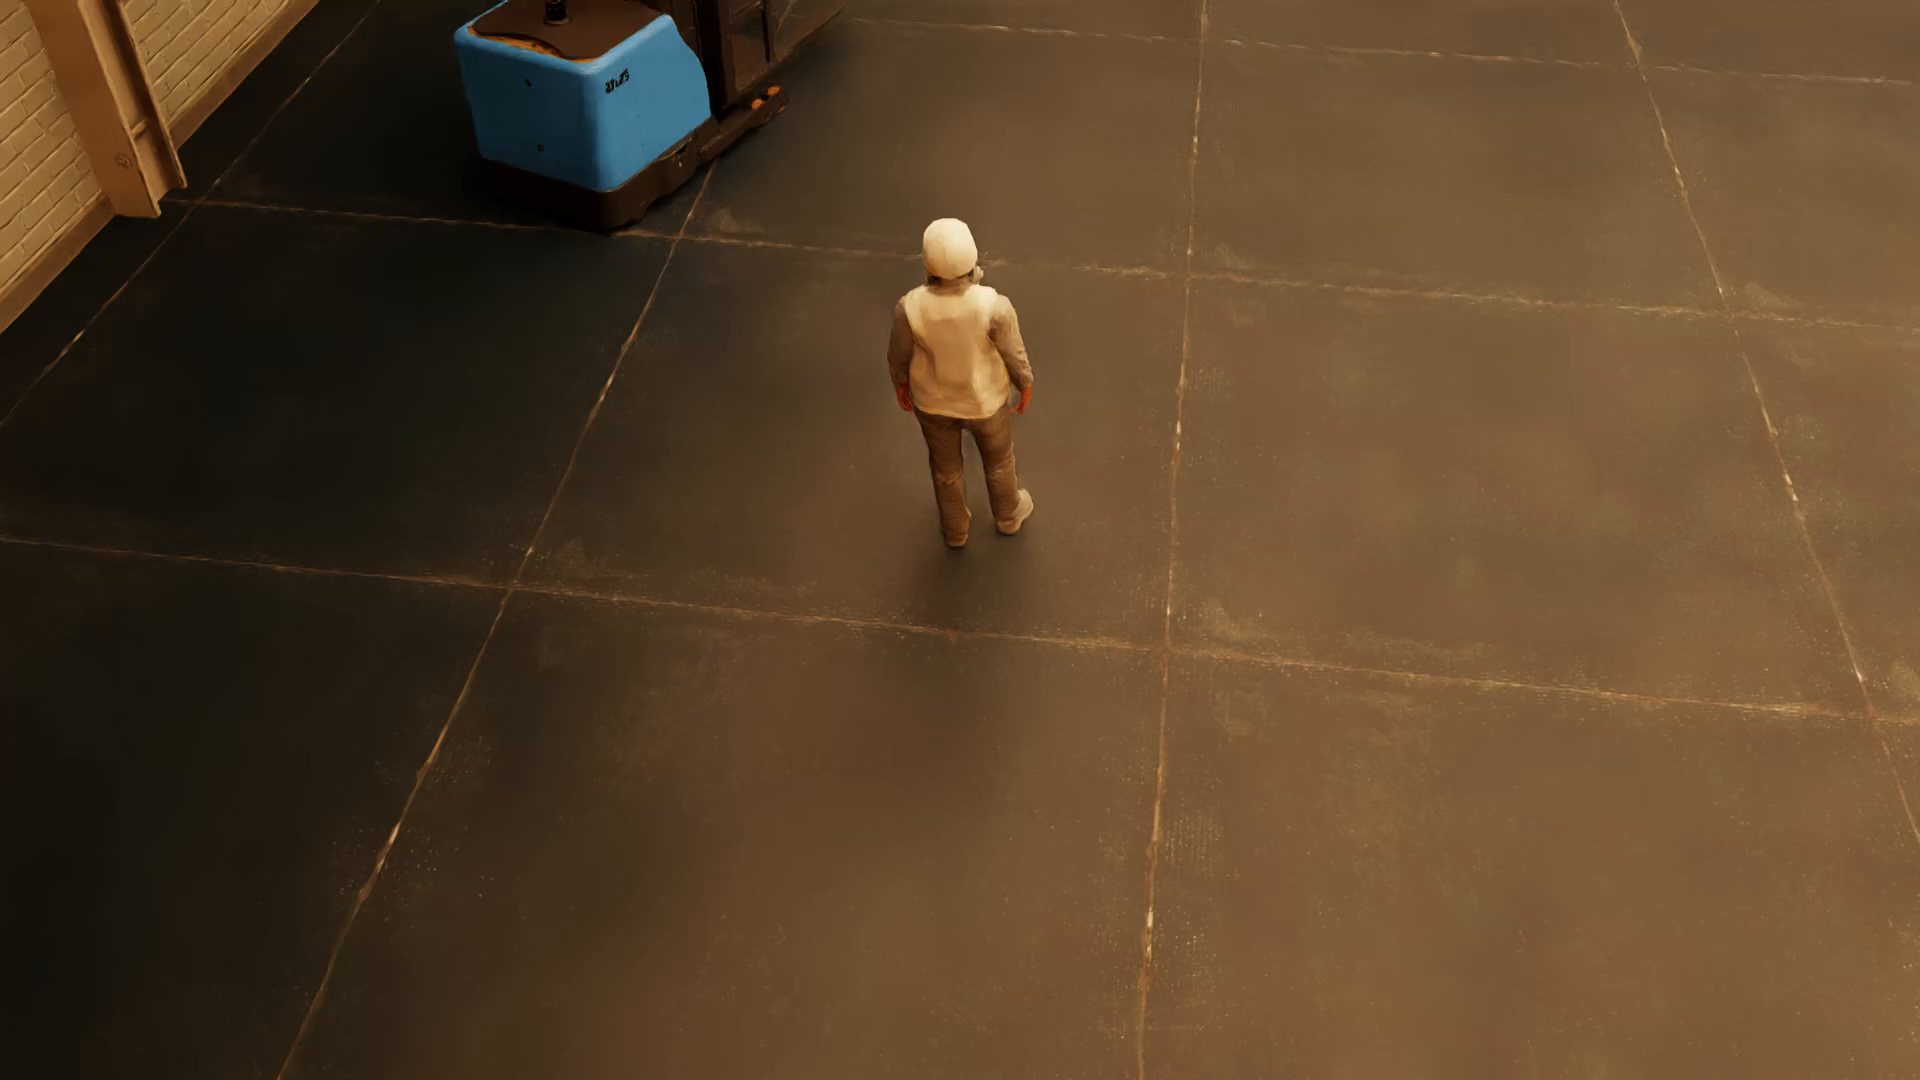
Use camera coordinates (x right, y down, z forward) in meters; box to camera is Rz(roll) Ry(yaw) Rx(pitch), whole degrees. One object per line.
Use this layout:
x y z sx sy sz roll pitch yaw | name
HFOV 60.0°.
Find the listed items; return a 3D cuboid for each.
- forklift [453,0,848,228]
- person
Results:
-1.783 -3.910 9.980 1.130 2.935 3.031 19 46 20 | forklift
0.016 -0.700 7.331 0.632 1.773 0.567 5 43 6 | person
